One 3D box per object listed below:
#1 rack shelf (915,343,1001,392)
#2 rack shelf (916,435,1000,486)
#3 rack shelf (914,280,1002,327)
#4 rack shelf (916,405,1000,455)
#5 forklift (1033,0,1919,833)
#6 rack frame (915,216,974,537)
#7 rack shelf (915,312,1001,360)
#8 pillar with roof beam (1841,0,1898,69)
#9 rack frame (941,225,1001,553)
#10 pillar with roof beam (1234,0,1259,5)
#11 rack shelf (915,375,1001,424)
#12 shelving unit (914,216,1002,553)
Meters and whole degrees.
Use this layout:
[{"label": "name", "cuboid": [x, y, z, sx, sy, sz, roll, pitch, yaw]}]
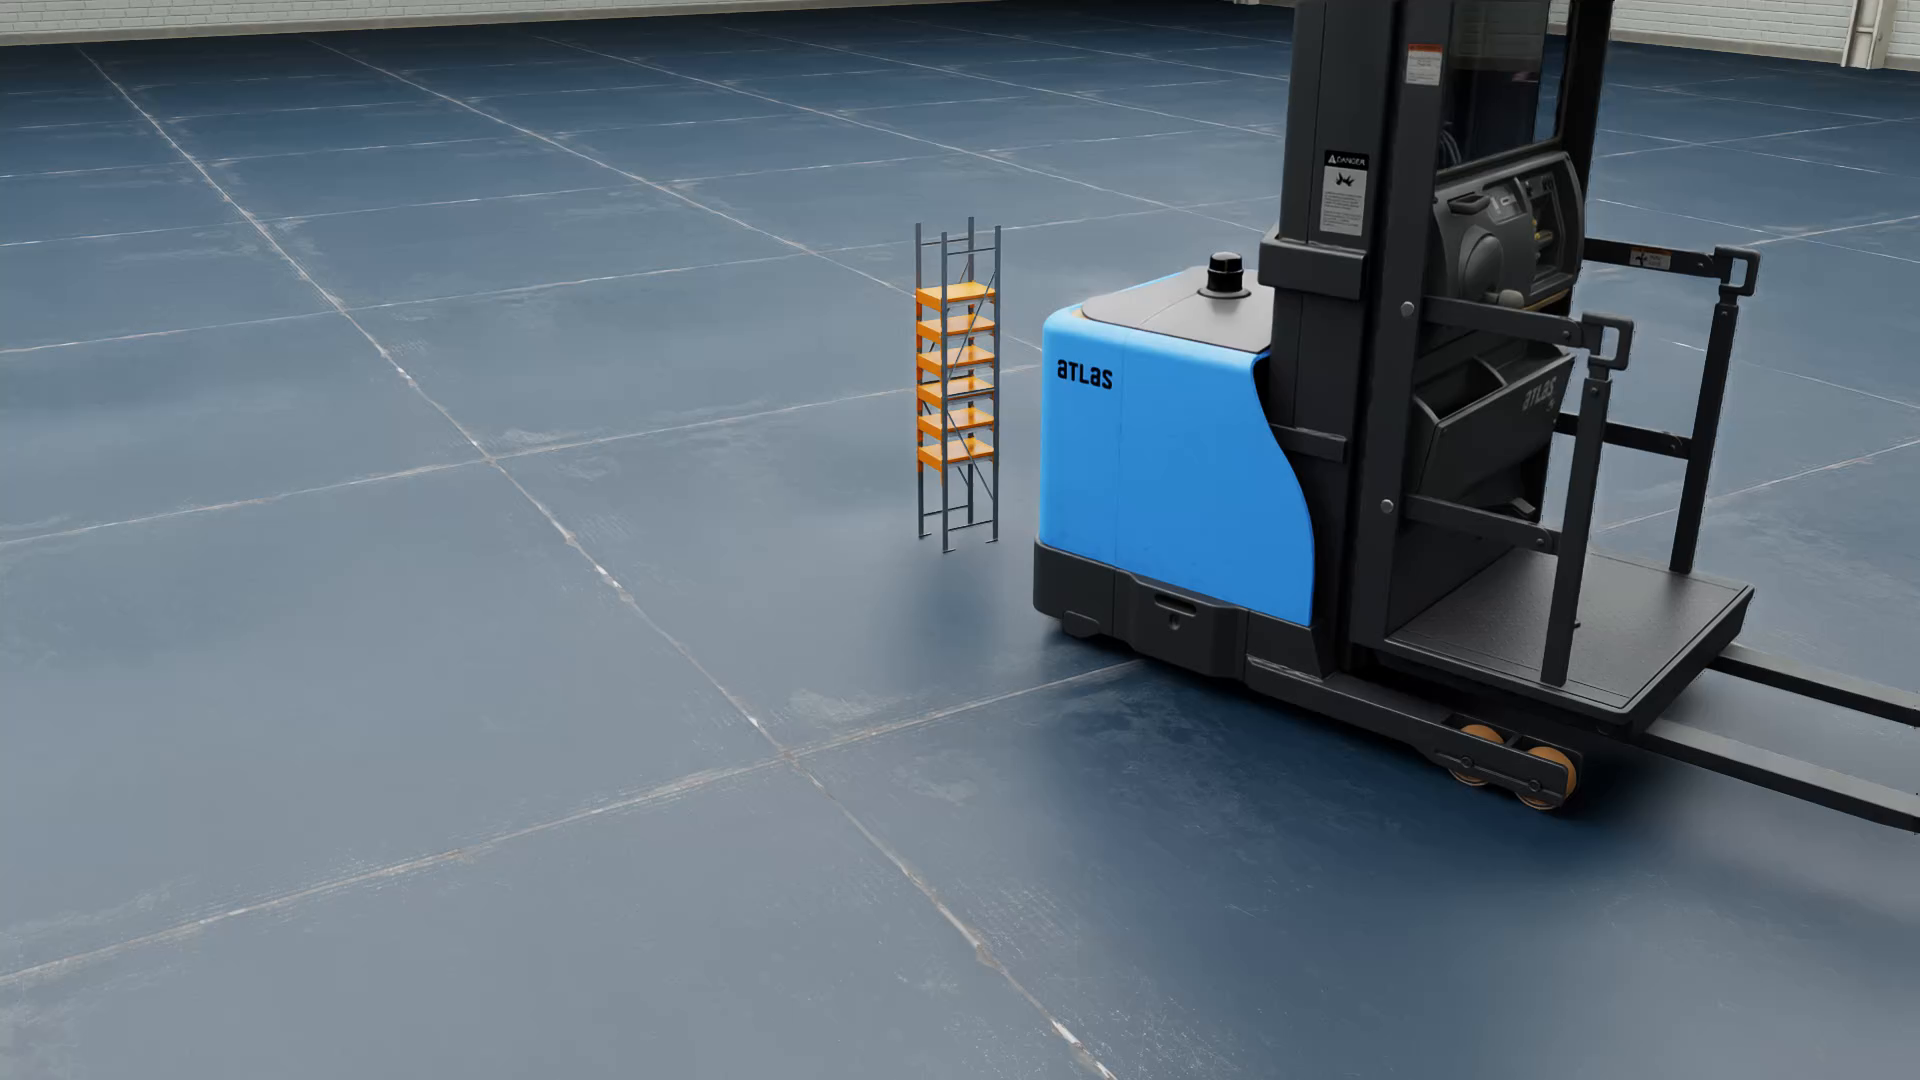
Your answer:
[{"label": "rack shelf", "cuboid": [-0.007, -0.631, 6.069, 0.258, 0.103, 0.180, -13, 25, -28]}, {"label": "rack shelf", "cuboid": [-0.007, -0.297, 6.204, 0.258, 0.103, 0.180, -13, 25, -28]}, {"label": "rack shelf", "cuboid": [-0.007, -0.853, 5.978, 0.258, 0.103, 0.180, -13, 25, -28]}, {"label": "rack shelf", "cuboid": [-0.007, -0.408, 6.159, 0.258, 0.103, 0.180, -13, 25, -28]}, {"label": "forklift", "cuboid": [1.694, -0.851, 4.512, 3.031, 2.935, 1.130, 18, 28, 37]}, {"label": "rack frame", "cuboid": [-0.054, -0.590, 6.170, 0.240, 1.200, 0.006, -13, 25, -28]}, {"label": "rack shelf", "cuboid": [-0.007, -0.742, 6.023, 0.258, 0.103, 0.180, -13, 25, -28]}, {"label": "pillar with roof beam", "cuboid": [7.706, -9.320, 17.291, 9.100, 9.000, 0.400, -13, 25, -28]}, {"label": "rack frame", "cuboid": [0.039, -0.531, 6.024, 0.240, 1.200, 0.006, -13, 25, -28]}, {"label": "pillar with roof beam", "cuboid": [1.577, -13.205, 26.848, 9.100, 9.000, 0.400, -13, 25, -28]}, {"label": "rack shelf", "cuboid": [-0.007, -0.519, 6.114, 0.258, 0.103, 0.180, -13, 25, -28]}, {"label": "shelving unit", "cuboid": [-0.007, -0.561, 6.097, 0.258, 1.200, 0.189, -13, 25, -28]}]
